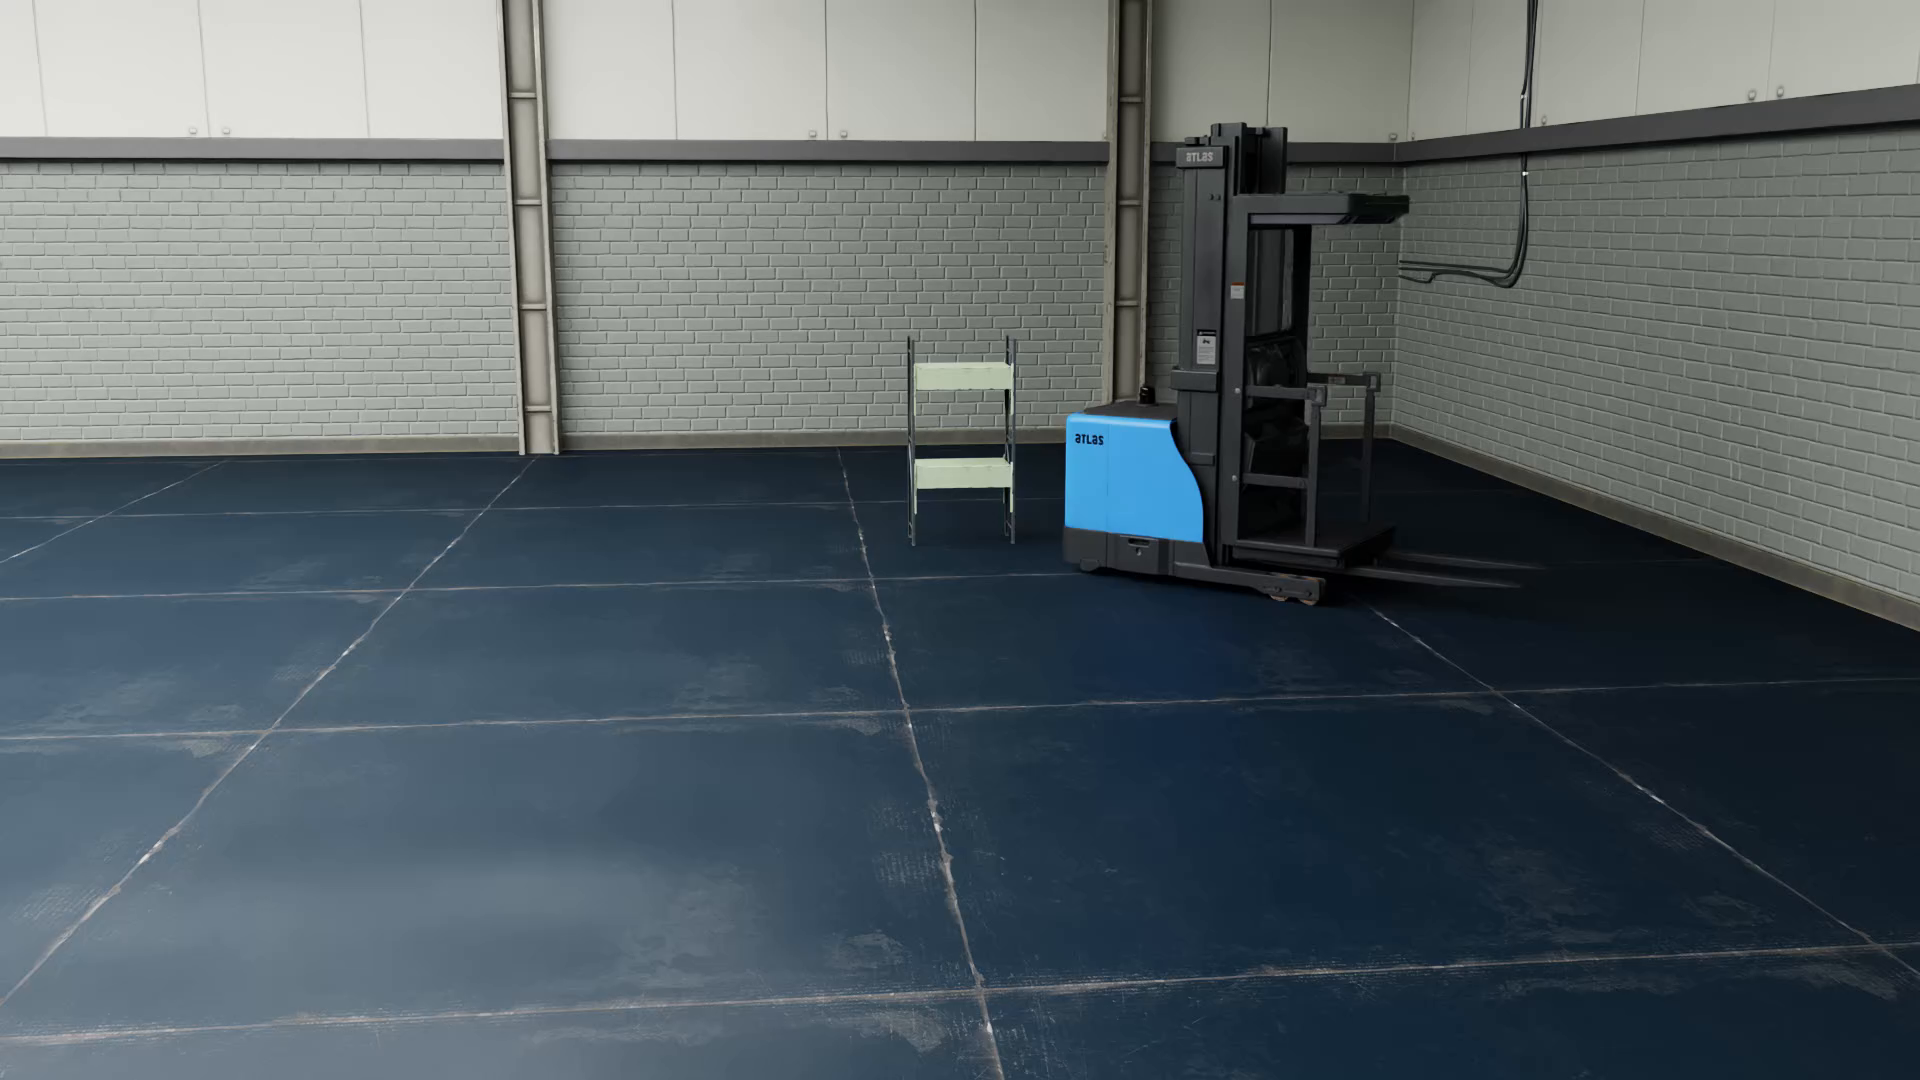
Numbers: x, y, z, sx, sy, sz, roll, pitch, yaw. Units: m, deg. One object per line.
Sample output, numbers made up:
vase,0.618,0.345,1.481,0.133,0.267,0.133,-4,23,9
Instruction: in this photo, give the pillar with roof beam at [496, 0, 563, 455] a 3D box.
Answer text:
pillar with roof beam,-3.788,-4.481,11.833,0.400,9.000,9.100,-1,11,-6

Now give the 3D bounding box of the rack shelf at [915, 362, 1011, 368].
rack shelf,0.007,-1.250,12.123,0.686,0.052,0.368,-1,11,-6

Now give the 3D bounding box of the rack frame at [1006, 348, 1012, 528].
rack frame,0.370,-0.744,12.264,0.010,1.308,0.380,-1,11,-6

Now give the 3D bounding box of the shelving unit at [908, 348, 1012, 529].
shelving unit,0.006,-0.736,12.225,0.742,1.308,0.380,-1,11,-6

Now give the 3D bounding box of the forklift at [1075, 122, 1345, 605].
forklift,2.207,-1.150,10.621,3.031,2.935,1.109,7,13,32

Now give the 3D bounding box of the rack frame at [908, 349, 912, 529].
rack frame,-0.357,-0.729,12.187,0.010,1.308,0.380,-1,11,-6
